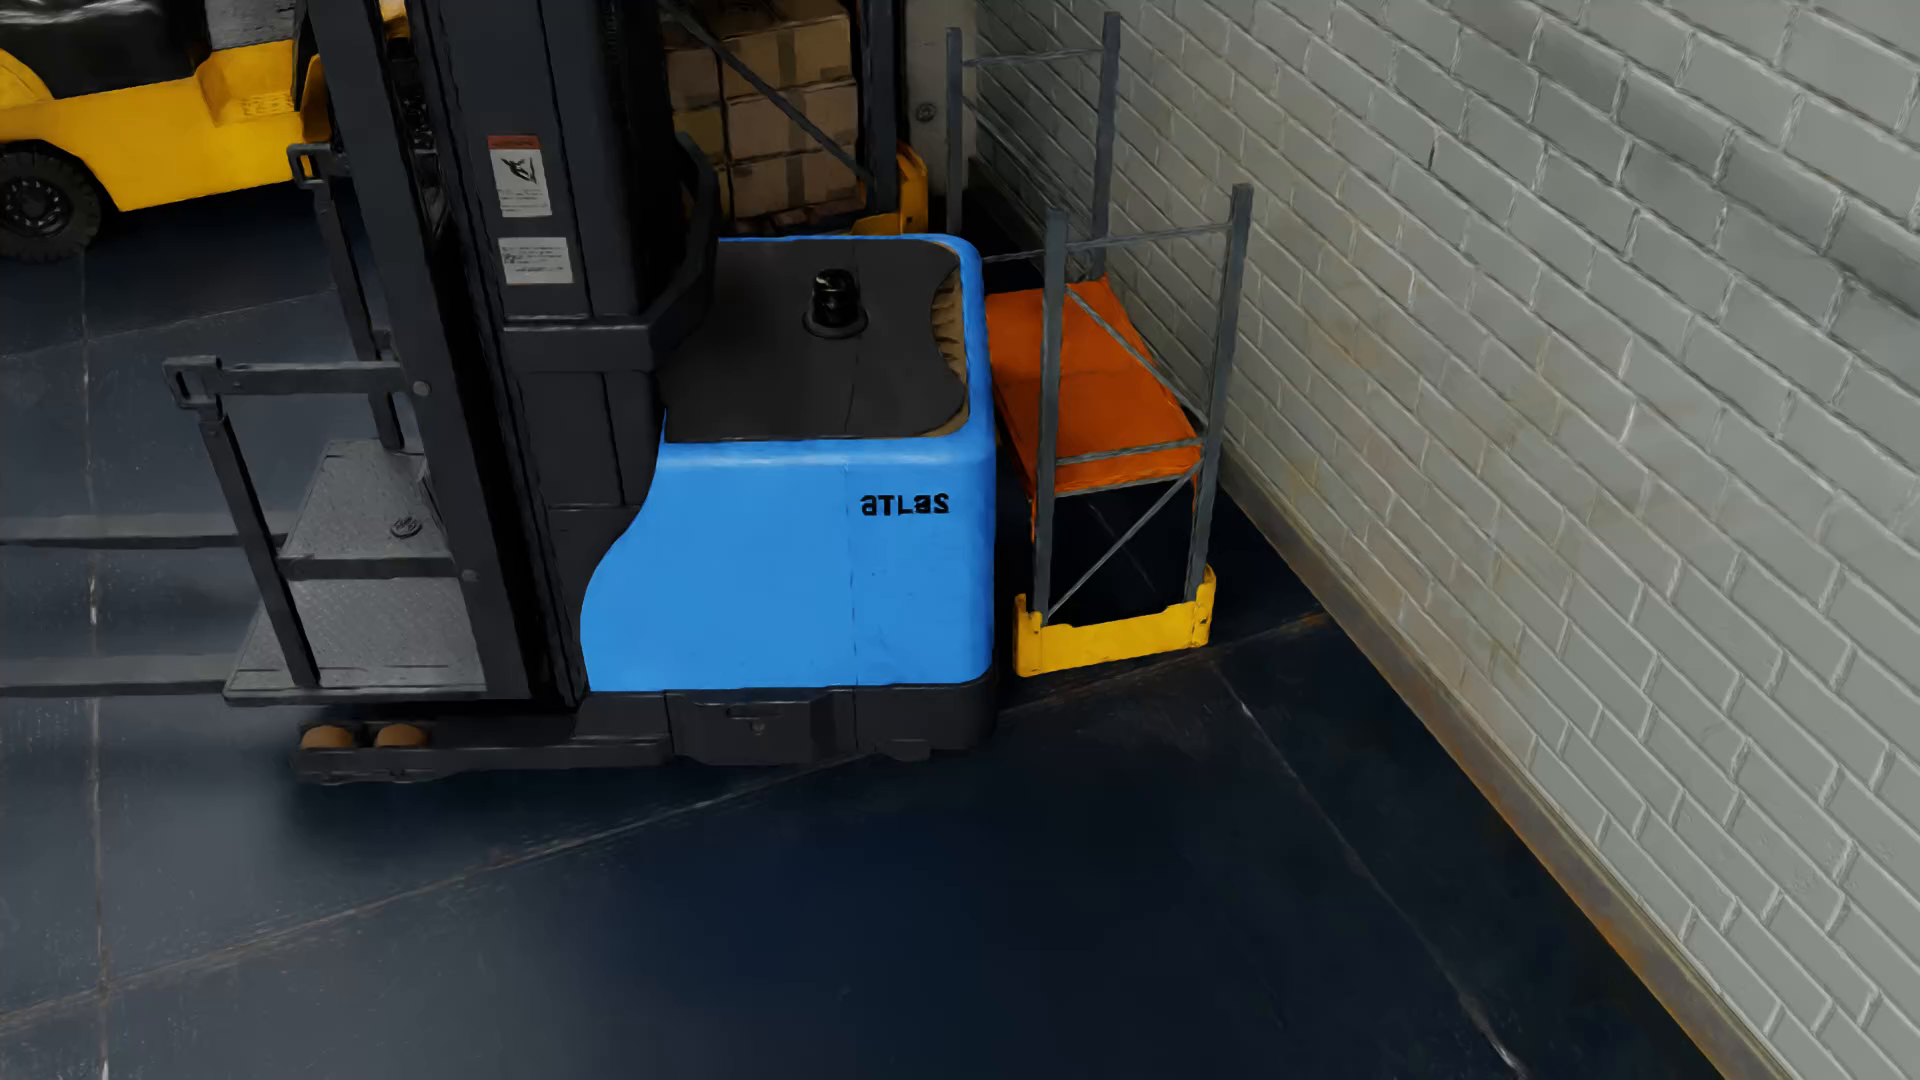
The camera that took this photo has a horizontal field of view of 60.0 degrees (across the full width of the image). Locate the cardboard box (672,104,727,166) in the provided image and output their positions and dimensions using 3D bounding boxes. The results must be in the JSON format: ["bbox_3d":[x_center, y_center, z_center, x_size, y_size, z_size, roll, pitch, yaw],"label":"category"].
[{"bbox_3d":[-1.188,-1.573,6.182,0.500,0.250,0.500,-16,43,-17],"label":"cardboard box"}]

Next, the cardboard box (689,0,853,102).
[{"bbox_3d":[-0.722,-1.884,6.160,0.500,0.250,0.500,-16,43,-18],"label":"cardboard box"}]

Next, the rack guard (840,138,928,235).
[{"bbox_3d":[-0.704,-1.089,6.133,1.175,0.500,0.348,-15,43,-17],"label":"rack guard"}]

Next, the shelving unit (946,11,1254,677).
[{"bbox_3d":[0.324,-0.558,4.749,0.587,1.500,1.083,-9,42,-10],"label":"shelving unit"}]

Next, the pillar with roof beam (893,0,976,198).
[{"bbox_3d":[-4.124,-3.897,2.879,9.100,9.000,0.400,-15,43,-17],"label":"pillar with roof beam"}]

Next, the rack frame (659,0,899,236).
[{"bbox_3d":[-0.713,-2.052,5.335,1.000,3.000,0.127,-15,43,-17],"label":"rack frame"}]

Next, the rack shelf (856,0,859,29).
[{"bbox_3d":[-1.478,-2.984,6.971,1.077,0.370,4.000,-15,43,-17],"label":"rack shelf"}]

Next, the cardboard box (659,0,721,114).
[{"bbox_3d":[-1.177,-1.747,6.001,0.500,0.250,0.500,-14,43,-15],"label":"cardboard box"}]

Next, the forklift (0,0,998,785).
[{"bbox_3d":[-1.428,-0.803,3.936,3.031,2.935,1.130,-1,41,-1],"label":"forklift"}]

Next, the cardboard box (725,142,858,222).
[{"bbox_3d":[-0.720,-1.513,6.496,0.500,0.250,0.500,-15,43,-17],"label":"cardboard box"}]

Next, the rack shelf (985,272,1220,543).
[{"bbox_3d":[0.326,-0.416,4.859,0.538,0.185,1.000,-9,42,-10],"label":"rack shelf"}]

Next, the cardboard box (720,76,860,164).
[{"bbox_3d":[-0.701,-1.693,6.321,0.500,0.250,0.500,-14,43,-16],"label":"cardboard box"}]

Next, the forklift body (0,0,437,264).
[{"bbox_3d":[-3.124,-2.417,6.411,2.313,2.155,1.214,-15,43,-17],"label":"forklift body"}]

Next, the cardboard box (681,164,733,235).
[{"bbox_3d":[-1.185,-1.373,6.332,0.500,0.250,0.500,-15,43,-17],"label":"cardboard box"}]

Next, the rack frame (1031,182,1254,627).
[{"bbox_3d":[0.446,-0.230,4.367,0.500,1.500,0.032,-9,42,-10],"label":"rack frame"}]

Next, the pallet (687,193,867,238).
[{"bbox_3d":[-1.044,-1.445,6.768,1.003,0.211,1.213,-15,43,-17],"label":"pallet"}]

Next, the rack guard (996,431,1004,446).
[{"bbox_3d":[0.207,-0.400,5.523,0.587,0.250,0.087,-9,42,-10],"label":"rack guard"}]

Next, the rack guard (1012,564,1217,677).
[{"bbox_3d":[0.442,0.231,4.789,0.587,0.250,0.087,-9,42,-10],"label":"rack guard"}]

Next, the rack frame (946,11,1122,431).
[{"bbox_3d":[0.207,-0.874,5.117,0.500,1.500,0.032,-9,42,-10],"label":"rack frame"}]
